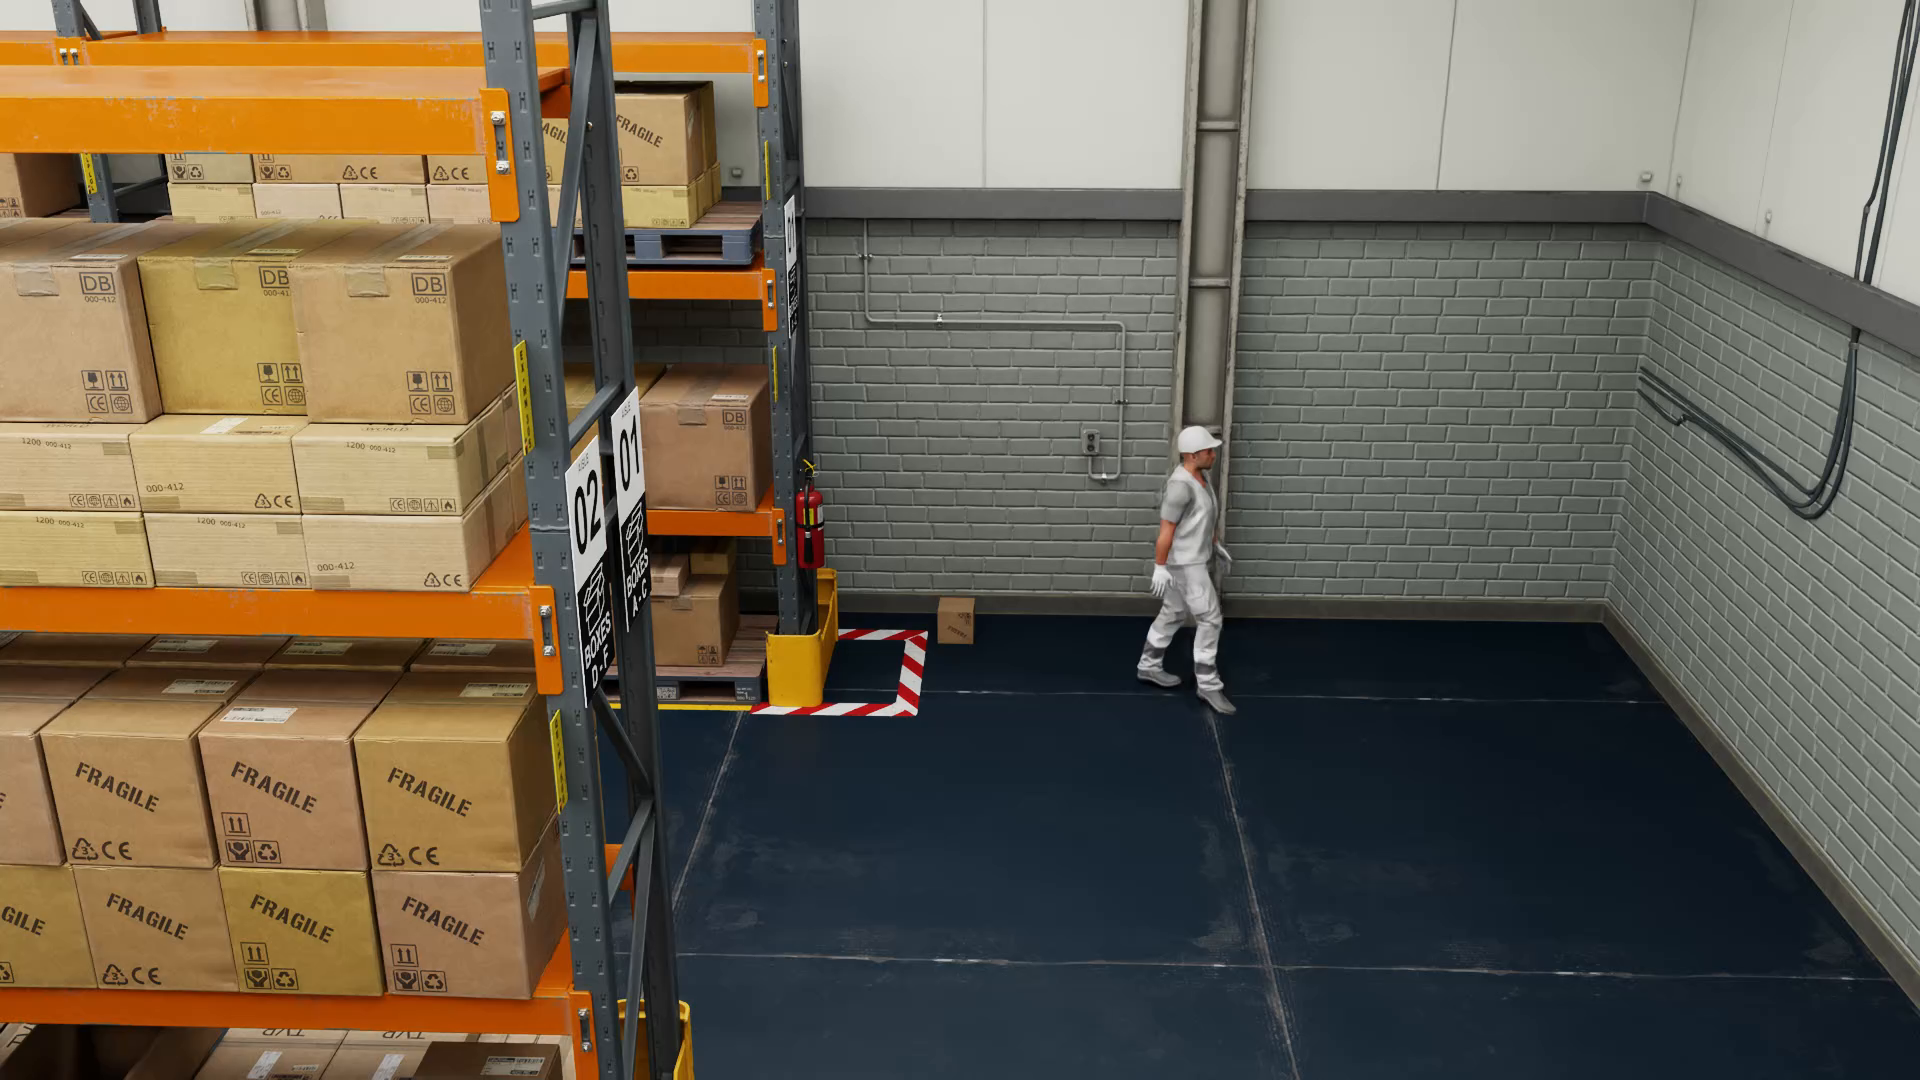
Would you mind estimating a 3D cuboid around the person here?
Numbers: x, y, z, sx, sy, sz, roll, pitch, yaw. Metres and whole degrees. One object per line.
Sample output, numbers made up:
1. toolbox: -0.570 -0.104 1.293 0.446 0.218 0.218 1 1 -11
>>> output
1. person: 1.500 0.161 10.595 0.716 1.807 0.613 8 22 19
